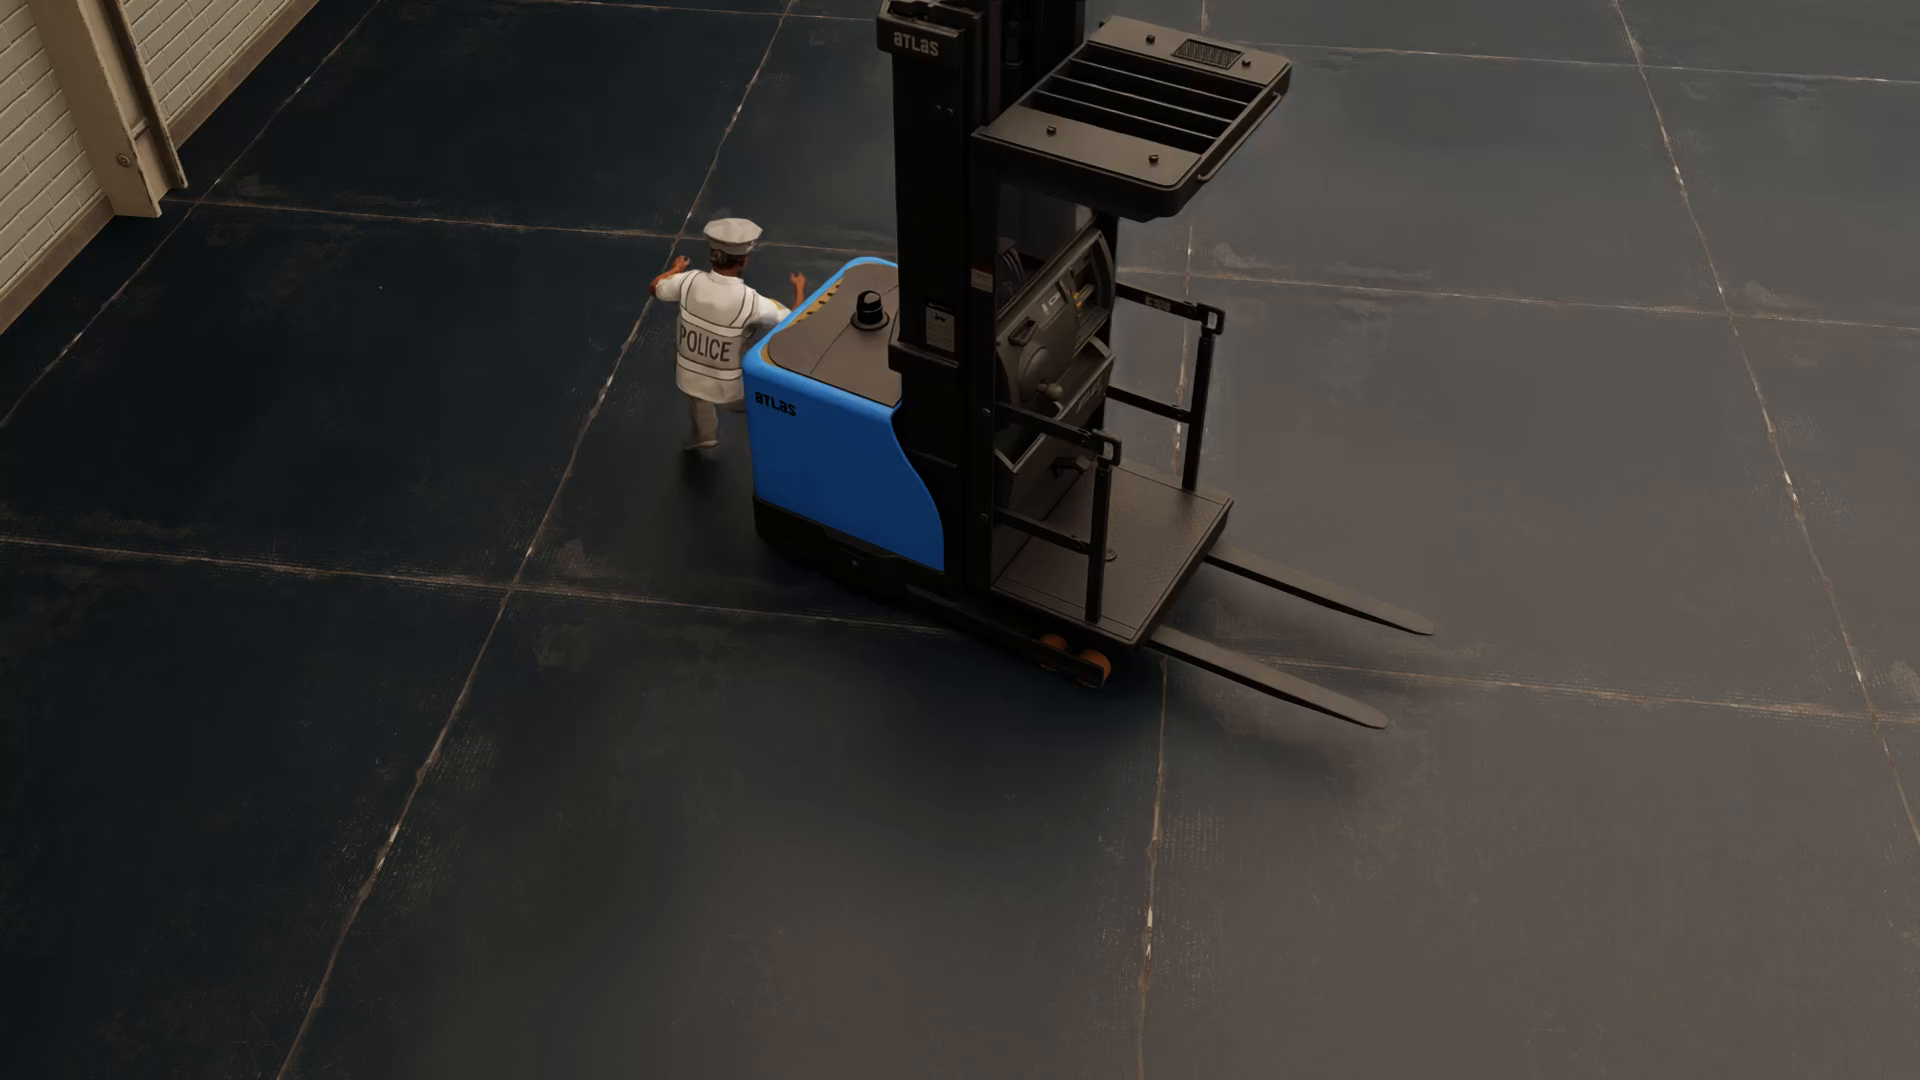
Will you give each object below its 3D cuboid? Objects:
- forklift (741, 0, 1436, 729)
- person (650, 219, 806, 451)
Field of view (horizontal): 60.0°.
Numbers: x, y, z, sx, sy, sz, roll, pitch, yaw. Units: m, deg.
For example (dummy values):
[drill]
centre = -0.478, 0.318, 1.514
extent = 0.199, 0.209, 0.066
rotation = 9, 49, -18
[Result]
[forklift]
centre = 0.572, -0.857, 6.657
extent = 3.031, 2.935, 1.130
rotation = 21, 47, 22
[person]
centre = -1.016, -0.919, 7.825
extent = 0.879, 1.437, 0.743
rotation = 14, 44, 15
